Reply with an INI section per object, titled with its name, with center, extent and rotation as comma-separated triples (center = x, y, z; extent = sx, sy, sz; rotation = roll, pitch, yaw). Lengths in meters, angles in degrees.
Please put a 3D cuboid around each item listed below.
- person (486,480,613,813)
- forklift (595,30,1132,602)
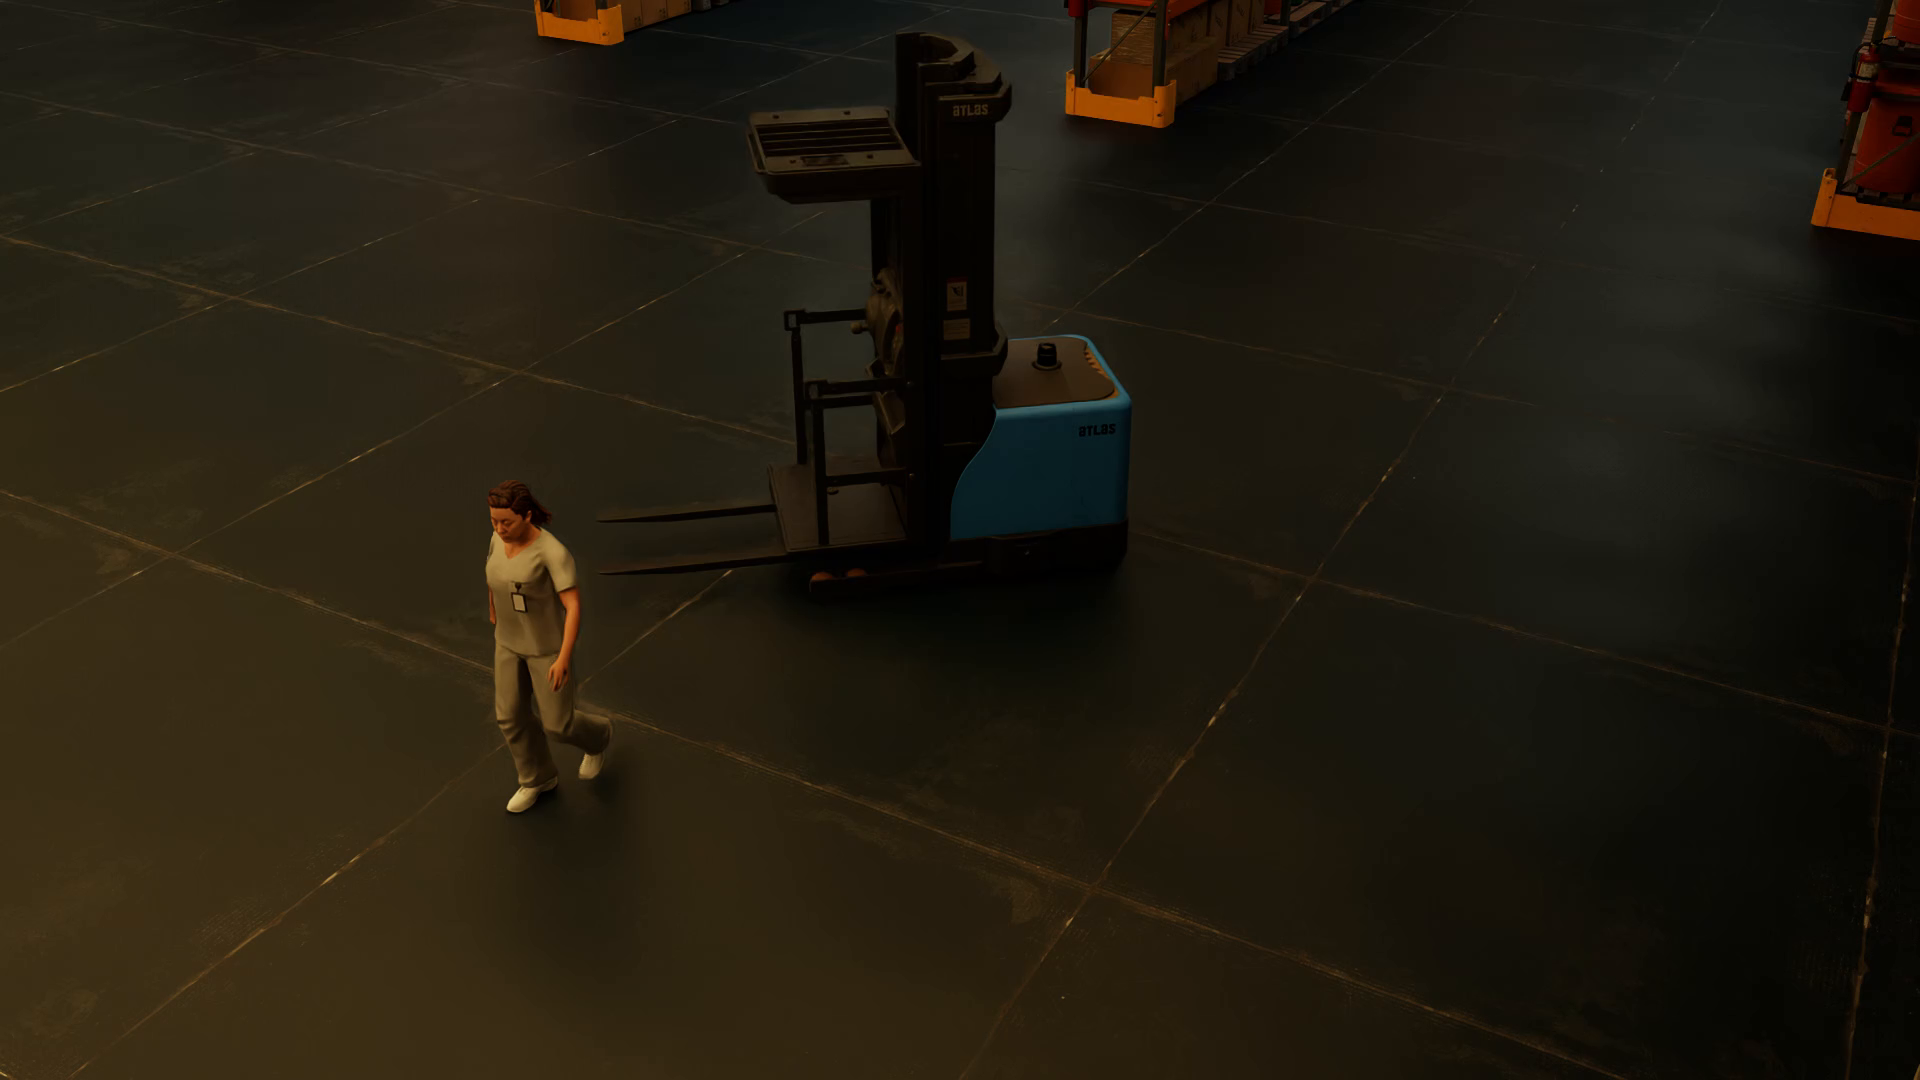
[person]
center = -1.916, 0.459, 7.554
extent = 0.684, 1.659, 0.568
rotation = 13, 32, 21
[forklift]
center = -0.598, -1.206, 9.161
extent = 3.031, 2.935, 1.130
rotation = -6, 30, -10
